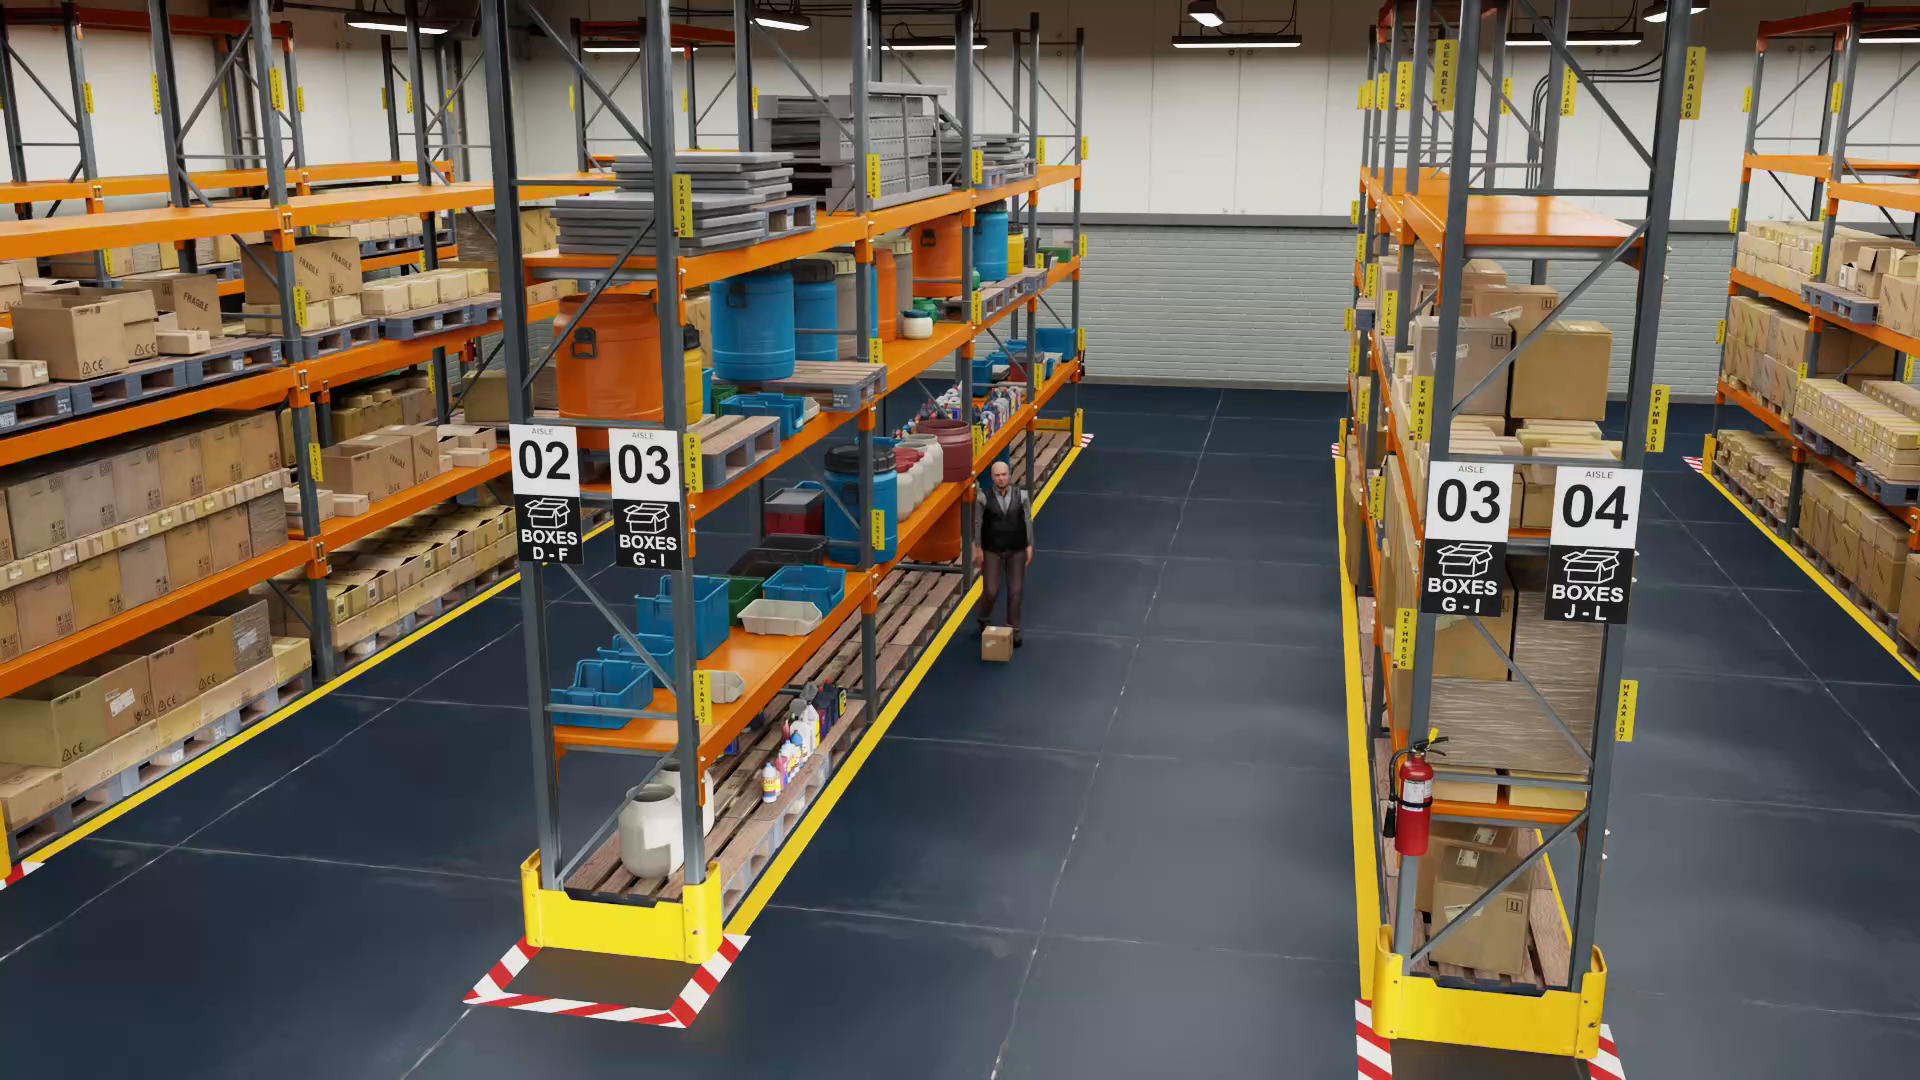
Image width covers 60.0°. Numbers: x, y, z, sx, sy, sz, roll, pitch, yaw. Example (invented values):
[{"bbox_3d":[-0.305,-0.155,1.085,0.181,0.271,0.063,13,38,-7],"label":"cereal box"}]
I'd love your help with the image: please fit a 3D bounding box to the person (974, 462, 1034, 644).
[{"bbox_3d":[0.419,0.111,15.608,0.563,1.721,0.529,-2,15,-8],"label":"person"}]
